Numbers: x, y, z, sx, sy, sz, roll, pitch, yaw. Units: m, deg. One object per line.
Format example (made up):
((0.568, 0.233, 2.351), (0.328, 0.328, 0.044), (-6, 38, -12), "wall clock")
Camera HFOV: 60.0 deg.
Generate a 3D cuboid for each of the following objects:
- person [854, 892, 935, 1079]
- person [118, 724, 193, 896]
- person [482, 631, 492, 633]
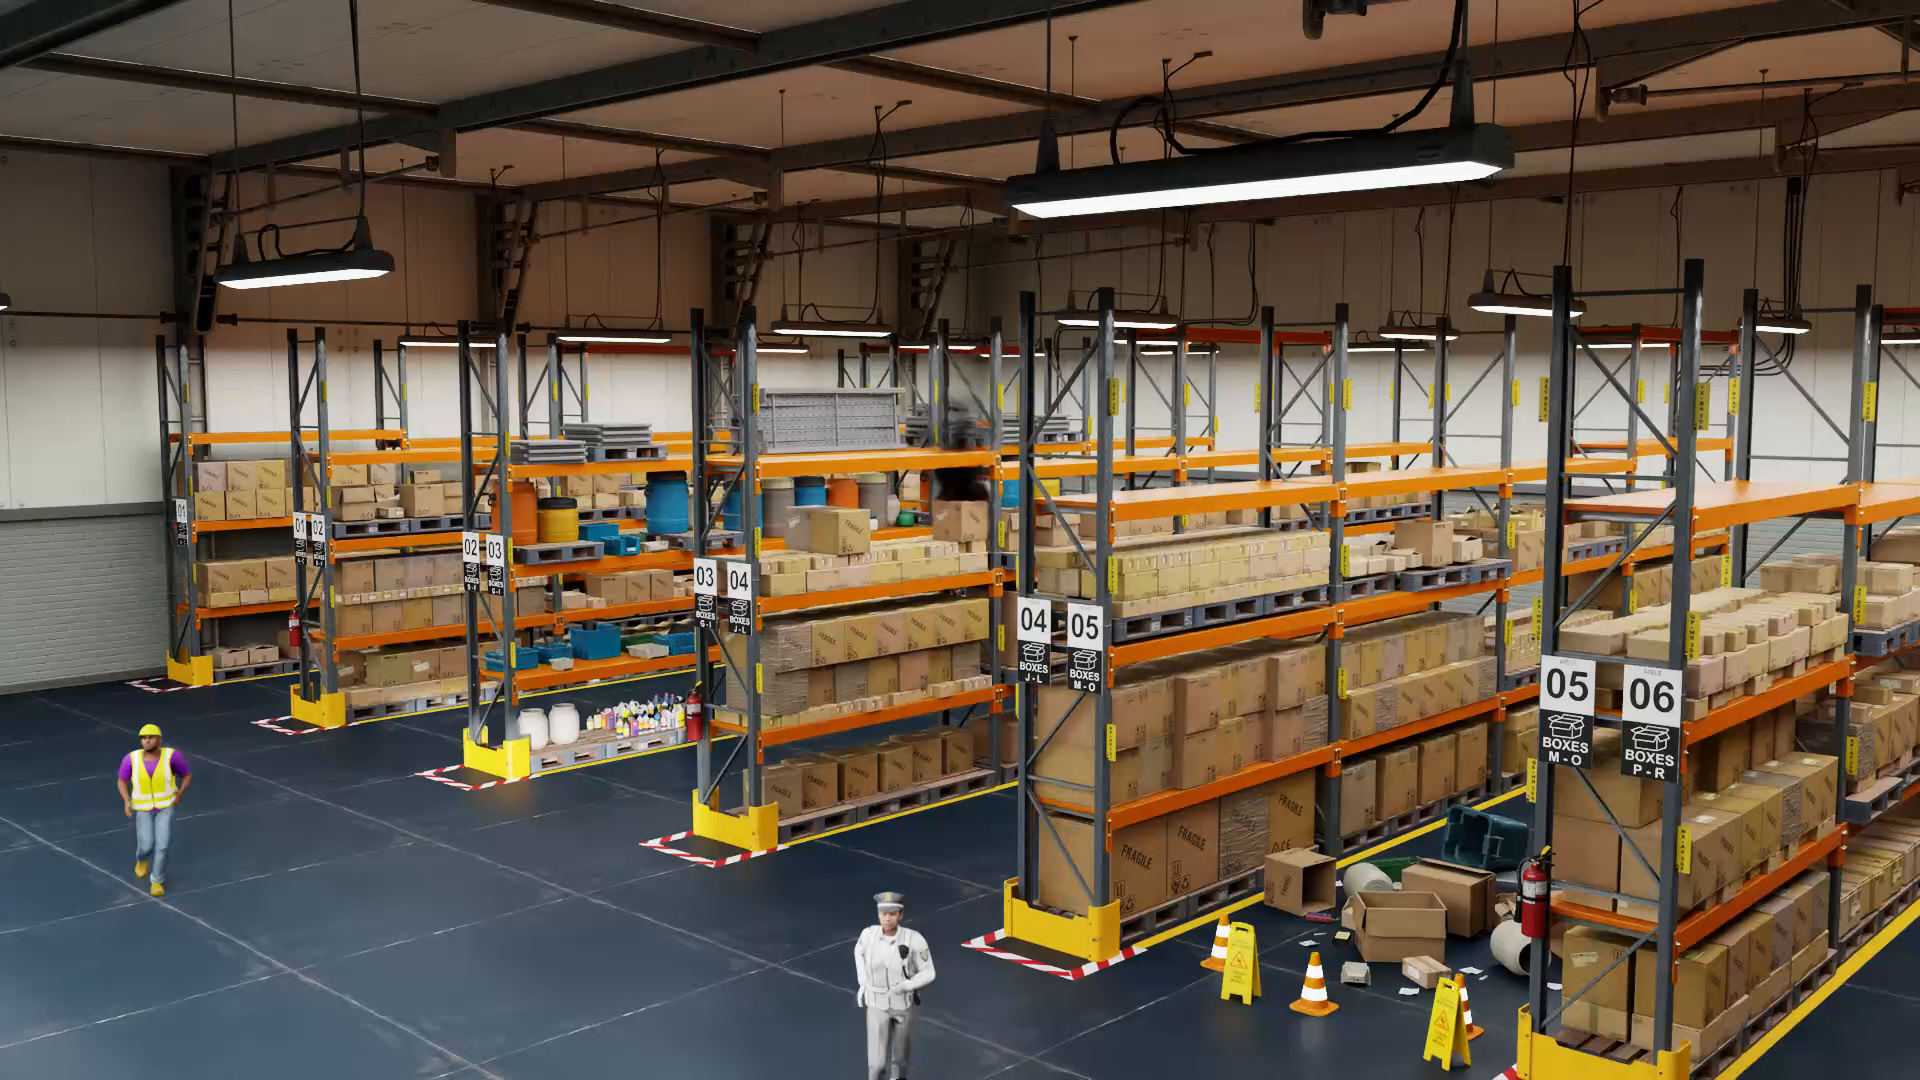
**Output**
((-0.457, 3.258, 11.503), (0.584, 1.743, 0.713), (0, 5, 2), "person")
((-8.193, 2.721, 16.956), (0.691, 1.734, 0.632), (-2, 6, -23), "person")
((-8.520, 1.478, 29.879), (0.639, 1.736, 0.651), (3, 6, 33), "person")
